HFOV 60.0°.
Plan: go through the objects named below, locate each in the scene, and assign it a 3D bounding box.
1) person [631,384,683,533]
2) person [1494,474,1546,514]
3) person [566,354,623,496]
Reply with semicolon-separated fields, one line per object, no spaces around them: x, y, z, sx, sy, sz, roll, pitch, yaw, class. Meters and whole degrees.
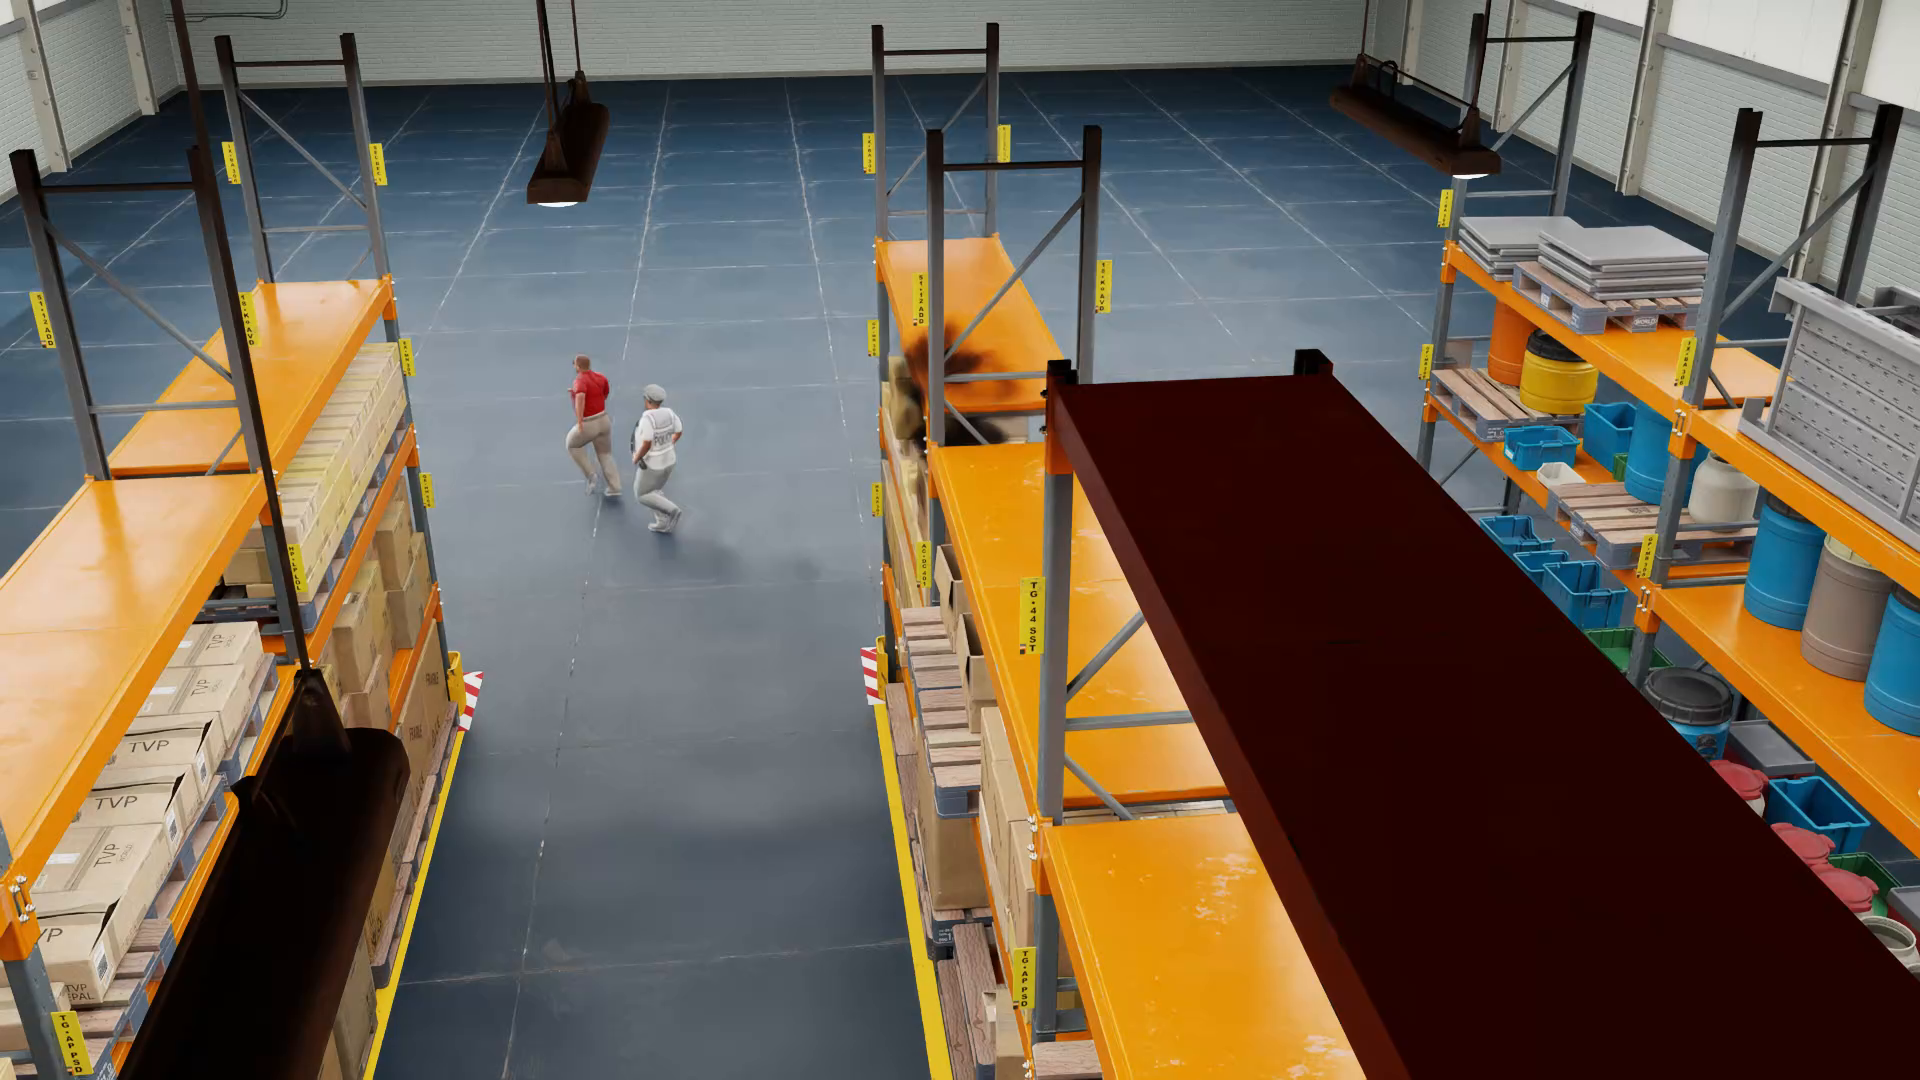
-3.305;-0.861;18.306;0.569;1.758;0.664;14;29;26;person
6.482;-1.022;18.692;0.800;1.722;0.656;12;28;24;person
-4.274;-1.304;19.259;0.829;1.720;0.694;17;31;32;person
